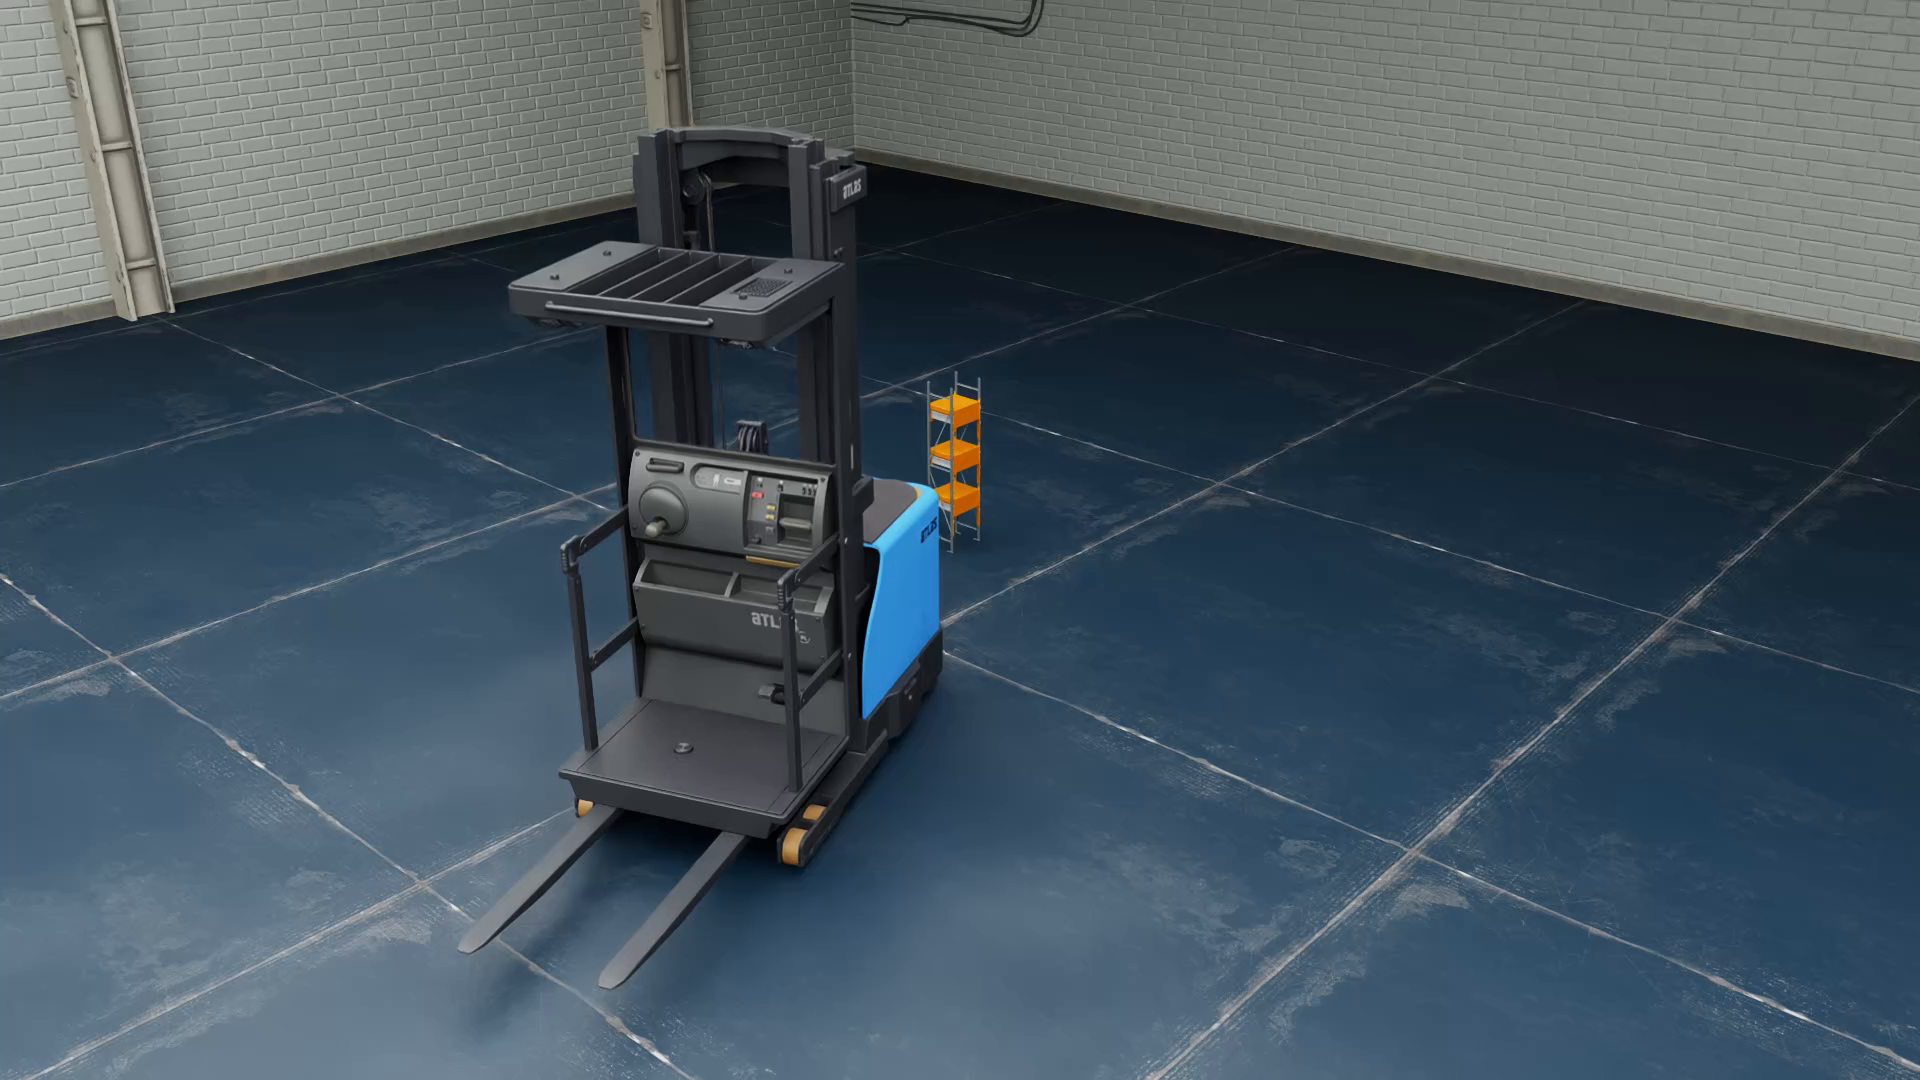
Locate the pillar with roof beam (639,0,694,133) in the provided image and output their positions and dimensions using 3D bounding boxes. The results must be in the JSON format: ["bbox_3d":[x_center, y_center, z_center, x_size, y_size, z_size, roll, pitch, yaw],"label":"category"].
[{"bbox_3d":[0.000,-6.768,14.345,9.100,9.000,0.400,20,31,38],"label":"pillar with roof beam"}]

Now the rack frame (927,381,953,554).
[{"bbox_3d":[-0.117,-0.426,9.916,0.200,1.050,0.008,20,31,38],"label":"rack frame"}]

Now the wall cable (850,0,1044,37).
[{"bbox_3d":[-0.255,-7.063,18.798,3.097,2.526,0.112,20,31,38],"label":"wall cable"}]

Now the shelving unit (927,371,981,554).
[{"bbox_3d":[-0.036,-0.463,9.999,0.215,1.050,0.252,20,31,38],"label":"shelving unit"}]

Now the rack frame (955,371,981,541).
[{"bbox_3d":[0.046,-0.500,10.082,0.200,1.050,0.008,20,31,38],"label":"rack frame"}]

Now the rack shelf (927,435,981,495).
[{"bbox_3d":[-0.036,-0.453,10.003,0.215,0.259,0.240,20,31,38],"label":"rack shelf"}]

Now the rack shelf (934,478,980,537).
[{"bbox_3d":[-0.036,-0.199,10.117,0.215,0.259,0.240,20,31,38],"label":"rack shelf"}]

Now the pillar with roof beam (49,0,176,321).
[{"bbox_3d":[-4.004,-4.940,10.268,9.100,9.000,0.400,20,31,38],"label":"pillar with roof beam"}]

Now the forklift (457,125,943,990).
[{"bbox_3d":[-1.069,-0.126,6.949,1.130,2.935,3.031,8,25,18],"label":"forklift"}]

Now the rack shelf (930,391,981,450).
[{"bbox_3d":[-0.036,-0.712,9.887,0.215,0.259,0.240,20,31,38],"label":"rack shelf"}]
